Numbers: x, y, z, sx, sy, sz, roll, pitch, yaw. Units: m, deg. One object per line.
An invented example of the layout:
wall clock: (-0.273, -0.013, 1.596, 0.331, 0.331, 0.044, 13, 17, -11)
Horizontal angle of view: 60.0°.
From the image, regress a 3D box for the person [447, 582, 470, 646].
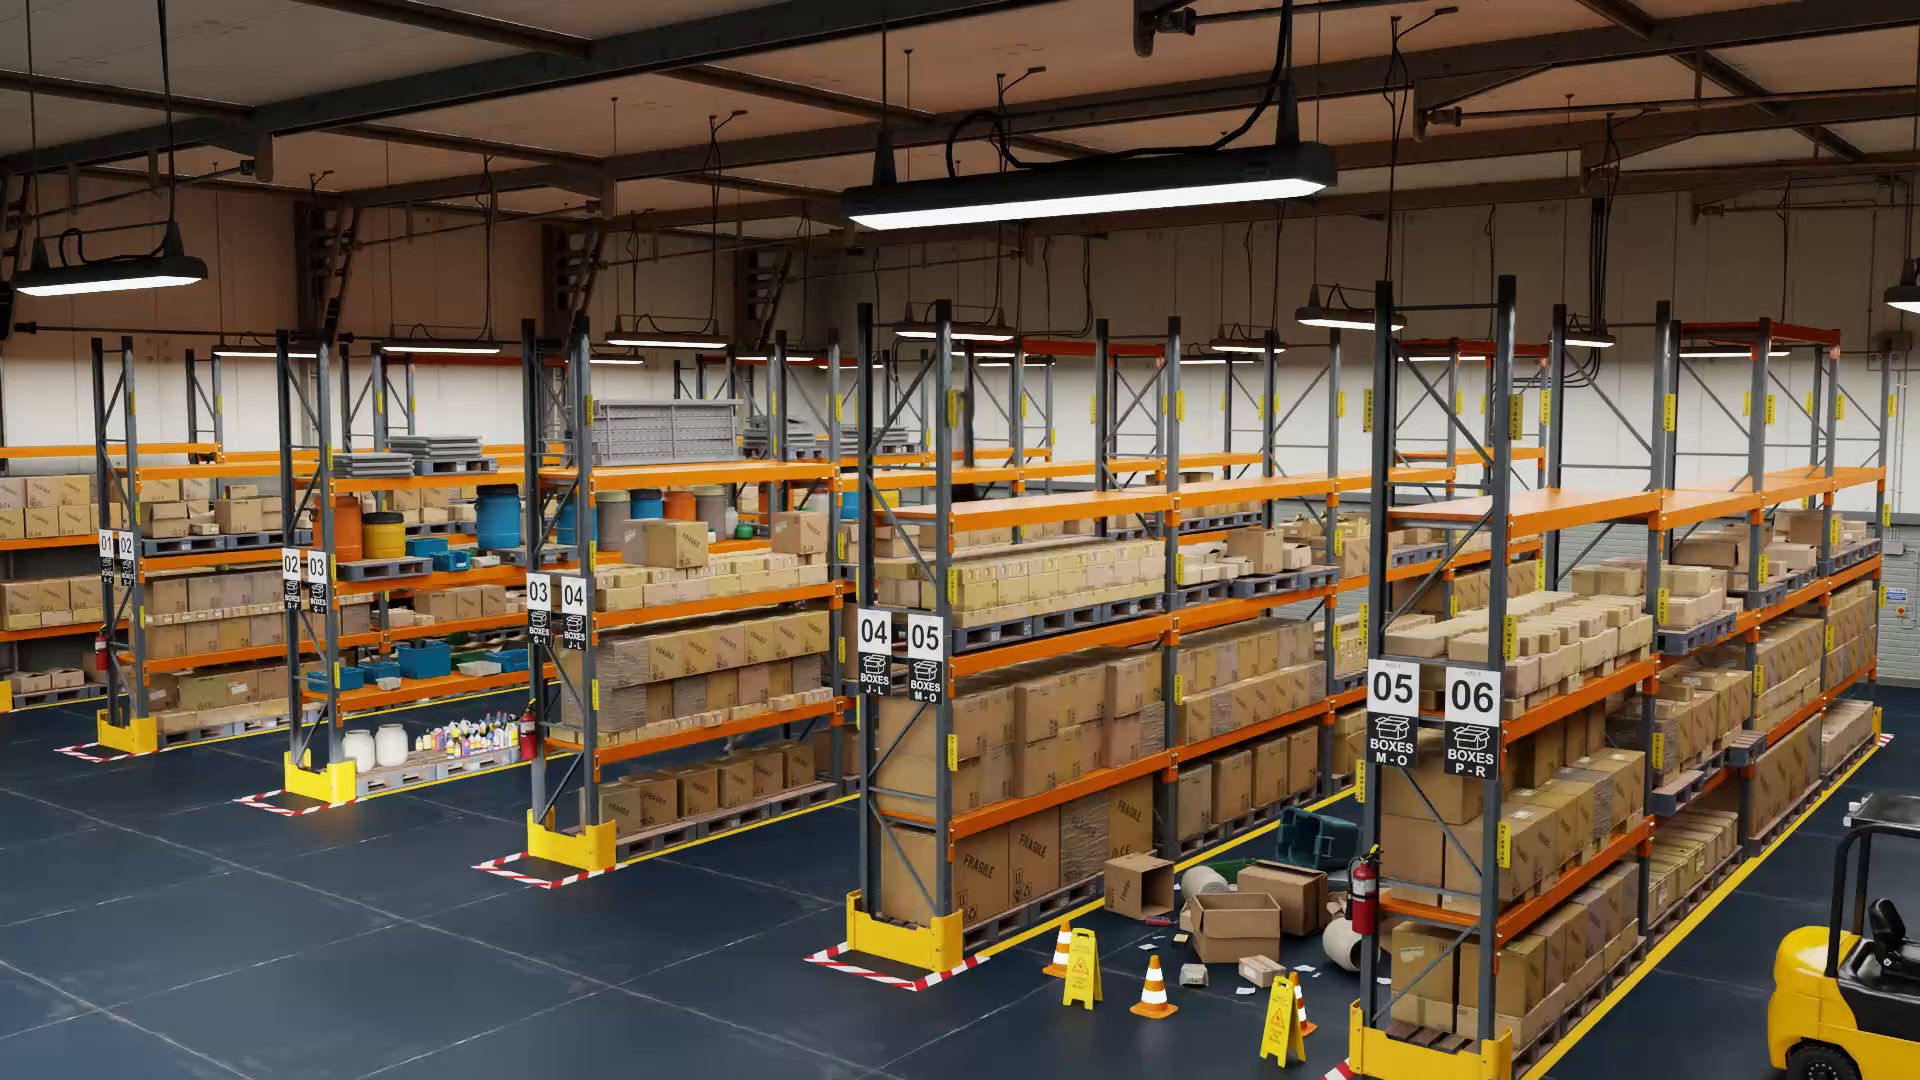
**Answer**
person: (-9.365, 1.573, 31.294, 0.656, 1.774, 0.845, 4, 6, 37)

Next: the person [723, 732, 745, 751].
person: (-3.384, 2.242, 24.159, 0.569, 1.661, 0.554, 3, 6, 30)
